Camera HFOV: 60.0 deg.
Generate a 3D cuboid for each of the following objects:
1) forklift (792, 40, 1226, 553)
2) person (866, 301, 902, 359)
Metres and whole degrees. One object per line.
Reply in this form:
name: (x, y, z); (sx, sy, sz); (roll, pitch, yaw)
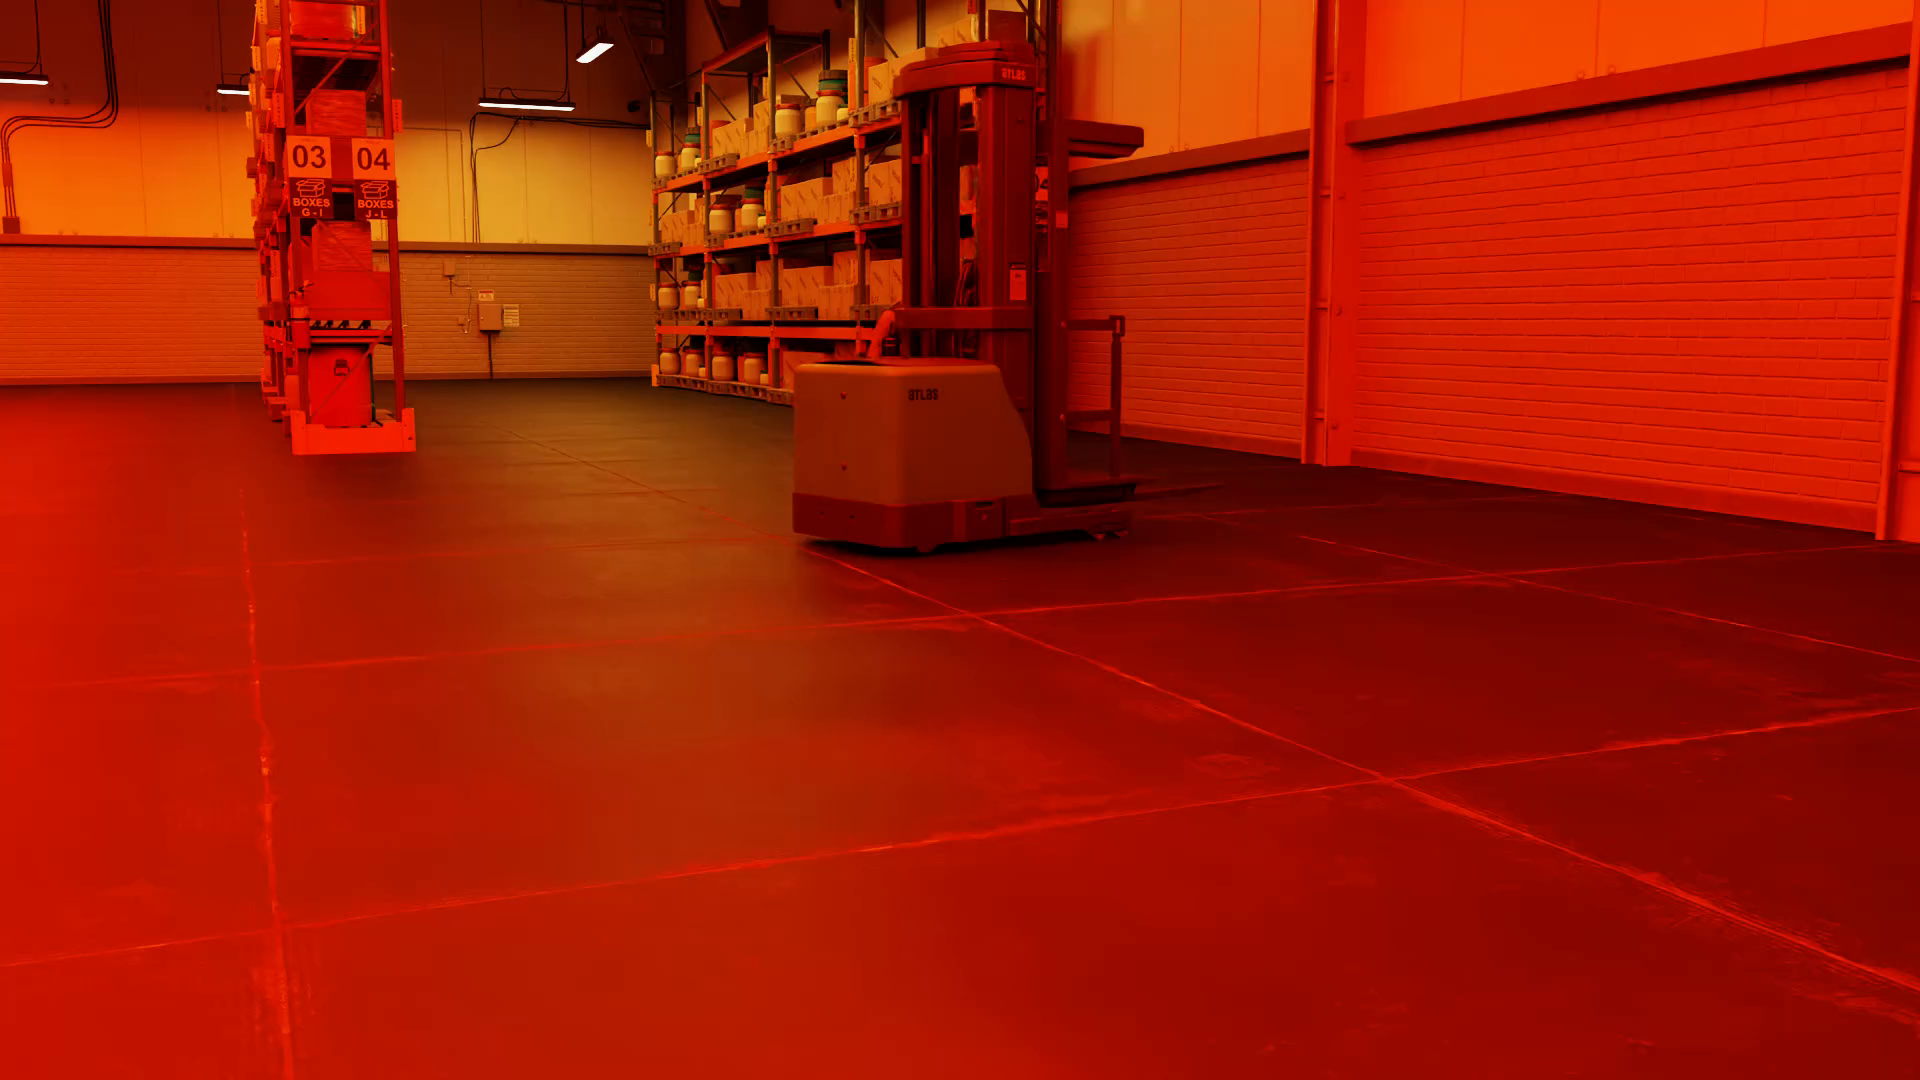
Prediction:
forklift: (0.442, -1.511, 10.404); (3.031, 2.935, 1.130); (-6, 10, -40)
person: (-0.363, -1.263, 13.287); (0.840, 1.693, 0.386); (-4, 9, -30)
